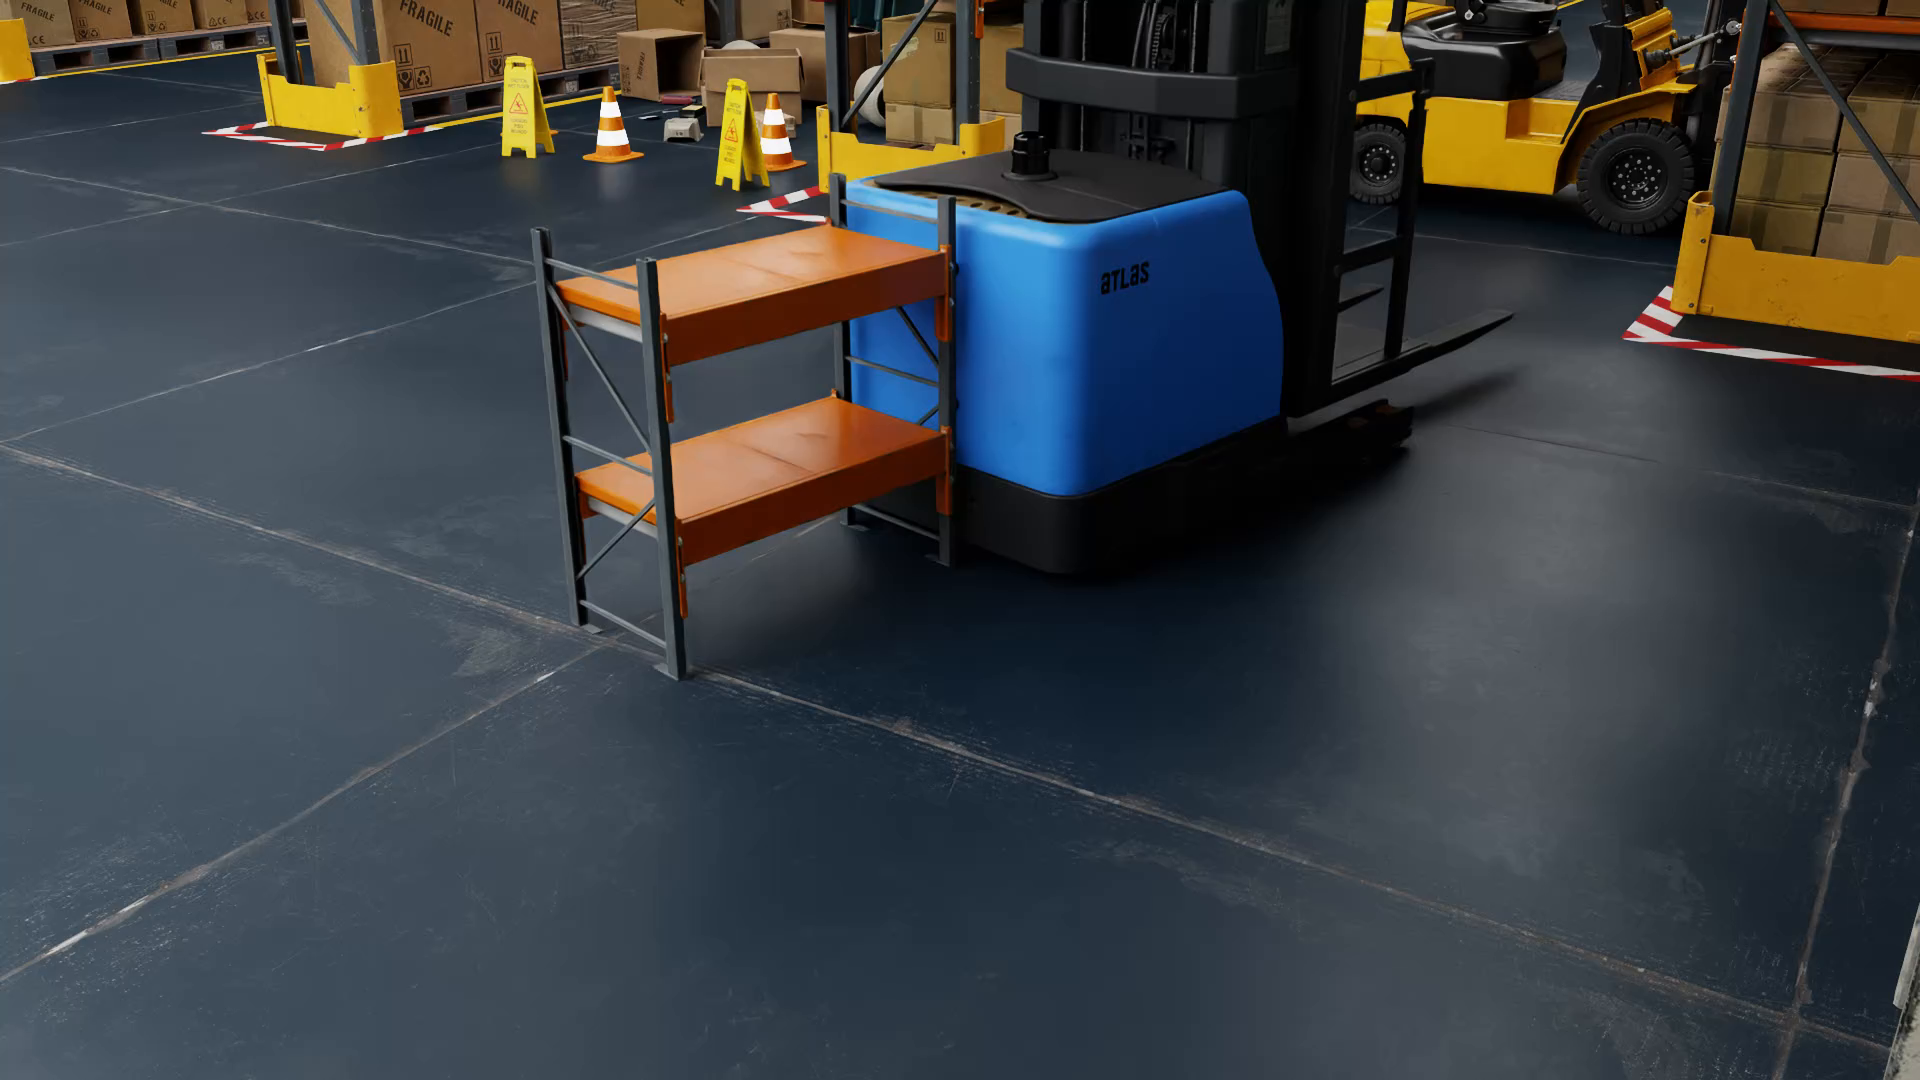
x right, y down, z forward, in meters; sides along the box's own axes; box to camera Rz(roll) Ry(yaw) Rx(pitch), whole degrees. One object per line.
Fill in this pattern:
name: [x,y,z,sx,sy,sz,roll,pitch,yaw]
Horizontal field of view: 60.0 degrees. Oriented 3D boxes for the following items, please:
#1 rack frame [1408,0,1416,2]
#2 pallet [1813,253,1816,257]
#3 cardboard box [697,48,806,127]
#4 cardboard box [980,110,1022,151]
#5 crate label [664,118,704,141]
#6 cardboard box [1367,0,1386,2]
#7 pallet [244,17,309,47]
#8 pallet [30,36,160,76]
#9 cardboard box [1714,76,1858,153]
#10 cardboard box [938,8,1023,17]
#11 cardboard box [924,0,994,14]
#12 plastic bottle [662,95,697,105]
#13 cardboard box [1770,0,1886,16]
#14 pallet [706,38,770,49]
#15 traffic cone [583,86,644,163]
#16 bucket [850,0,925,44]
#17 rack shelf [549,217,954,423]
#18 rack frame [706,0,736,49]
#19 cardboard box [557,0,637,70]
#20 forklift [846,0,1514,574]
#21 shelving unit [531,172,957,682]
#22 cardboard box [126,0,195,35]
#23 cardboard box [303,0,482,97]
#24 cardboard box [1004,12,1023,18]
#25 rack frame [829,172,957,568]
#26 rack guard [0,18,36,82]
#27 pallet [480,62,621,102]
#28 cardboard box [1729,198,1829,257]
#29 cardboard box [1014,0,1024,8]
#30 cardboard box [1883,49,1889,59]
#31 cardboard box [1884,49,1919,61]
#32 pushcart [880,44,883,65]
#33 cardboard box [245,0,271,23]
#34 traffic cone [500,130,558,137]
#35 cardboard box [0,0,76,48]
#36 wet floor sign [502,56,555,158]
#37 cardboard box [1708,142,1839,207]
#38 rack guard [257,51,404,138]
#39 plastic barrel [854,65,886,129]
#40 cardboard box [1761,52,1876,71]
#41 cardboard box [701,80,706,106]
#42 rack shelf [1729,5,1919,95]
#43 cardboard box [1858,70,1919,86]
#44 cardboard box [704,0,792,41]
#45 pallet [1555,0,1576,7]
rack frame: [3.879,-6.122,15.615,1.000,3.000,0.127,14,27,29]
pallet: [4.245,-1.370,8.149,1.003,0.211,1.213,14,27,29]
cardboard box: [-1.566,-3.399,12.469,0.797,0.503,0.637,-3,24,-7]
cardboard box: [0.319,-2.567,10.336,0.500,0.250,0.500,14,27,29]
crate label: [-1.971,-2.920,11.822,0.250,0.136,0.298,1,23,2]
cardboard box: [3.572,-4.920,15.618,0.950,0.372,0.625,12,26,25]
pallet: [-6.975,-5.335,17.307,1.003,0.211,1.213,14,27,29]
pallet: [-8.262,-4.511,15.405,1.003,0.211,1.213,14,27,29]
cardboard box: [3.856,-1.993,7.752,0.500,0.250,0.500,15,28,31]
cardboard box: [0.132,-3.199,10.851,0.500,0.500,0.500,15,28,31]
cardboard box: [-0.004,-3.457,10.633,0.380,0.149,0.250,15,27,30]
plastic bottle: [-2.231,-3.520,13.305,0.283,0.061,0.133,5,24,11]
cardboard box: [3.914,-2.650,7.469,0.500,0.500,0.500,13,27,28]
pallet: [-2.147,-4.771,16.006,1.003,0.211,1.213,14,27,29]
traffic cone: [-2.333,-2.791,11.114,0.336,0.463,0.334,14,27,29]
bucket: [-0.603,-4.441,13.940,0.620,0.611,0.726,-6,22,-39]
rack shelf: [-0.555,-0.628,4.548,0.538,0.278,1.000,21,31,40]
rack frame: [-2.490,-5.775,14.814,1.000,3.000,0.127,14,27,29]
cardboard box: [-3.353,-4.490,13.992,0.875,0.875,0.875,14,27,29]
forklift: [0.988,-1.737,5.574,1.130,2.935,3.031,21,31,40]
shelving unit: [-0.555,-0.360,4.665,0.538,1.125,1.048,21,31,40]
cardboard box: [-7.784,-5.167,16.029,0.500,0.500,0.500,17,29,34]
cardboard box: [-4.298,-3.885,12.595,0.875,0.875,0.875,14,27,29]
cardboard box: [0.603,-3.096,10.615,0.500,0.500,0.500,13,26,27]
rack frame: [-0.200,-0.504,4.998,0.500,1.125,0.032,21,31,40]
rack guard: [-8.720,-4.377,14.731,1.175,0.500,0.348,14,27,29]
pallet: [-3.600,-3.841,13.858,1.003,0.211,1.213,14,27,29]
cardboard box: [3.857,-1.538,7.960,0.500,0.250,0.500,14,27,29]
cardboard box: [0.272,-3.630,11.032,0.380,0.149,0.250,15,28,31]
cardboard box: [4.935,-2.684,9.348,0.500,0.250,0.500,15,28,31]
cardboard box: [5.102,-2.402,8.698,0.500,0.250,0.500,13,27,28]
pushcart: [-0.195,-4.029,14.082,1.648,0.377,0.936,5,24,11]
cardboard box: [-7.191,-5.572,16.964,0.500,0.500,0.500,-18,29,-36]
traffic cone: [-3.113,-3.142,11.926,0.336,0.463,0.334,14,27,29]
cardboard box: [-8.417,-4.751,15.067,0.500,0.500,0.500,20,30,38]
wet floor sign: [-2.933,-2.920,11.182,0.267,0.644,0.232,9,25,20]
cardboard box: [3.869,-1.773,7.872,0.500,0.250,0.500,13,27,28]
rack guard: [-4.613,-3.270,12.173,1.175,0.500,0.348,14,27,29]
plastic barrel: [-0.538,-3.254,12.233,0.421,0.421,0.512,-7,24,-17]
cardboard box: [4.378,-2.339,8.551,0.500,0.250,0.500,14,27,30]
cardboard box: [-1.832,-3.554,13.126,0.396,0.266,0.258,20,30,38]
rack shelf: [4.933,-2.728,8.680,1.077,0.370,4.000,14,27,29]
cardboard box: [4.552,-2.064,7.917,0.500,0.250,0.500,14,27,29]
cardboard box: [-2.239,-5.164,15.705,1.050,0.750,0.750,14,27,29]
pallet: [7.099,-6.846,20.798,1.003,0.211,1.213,14,27,29]
